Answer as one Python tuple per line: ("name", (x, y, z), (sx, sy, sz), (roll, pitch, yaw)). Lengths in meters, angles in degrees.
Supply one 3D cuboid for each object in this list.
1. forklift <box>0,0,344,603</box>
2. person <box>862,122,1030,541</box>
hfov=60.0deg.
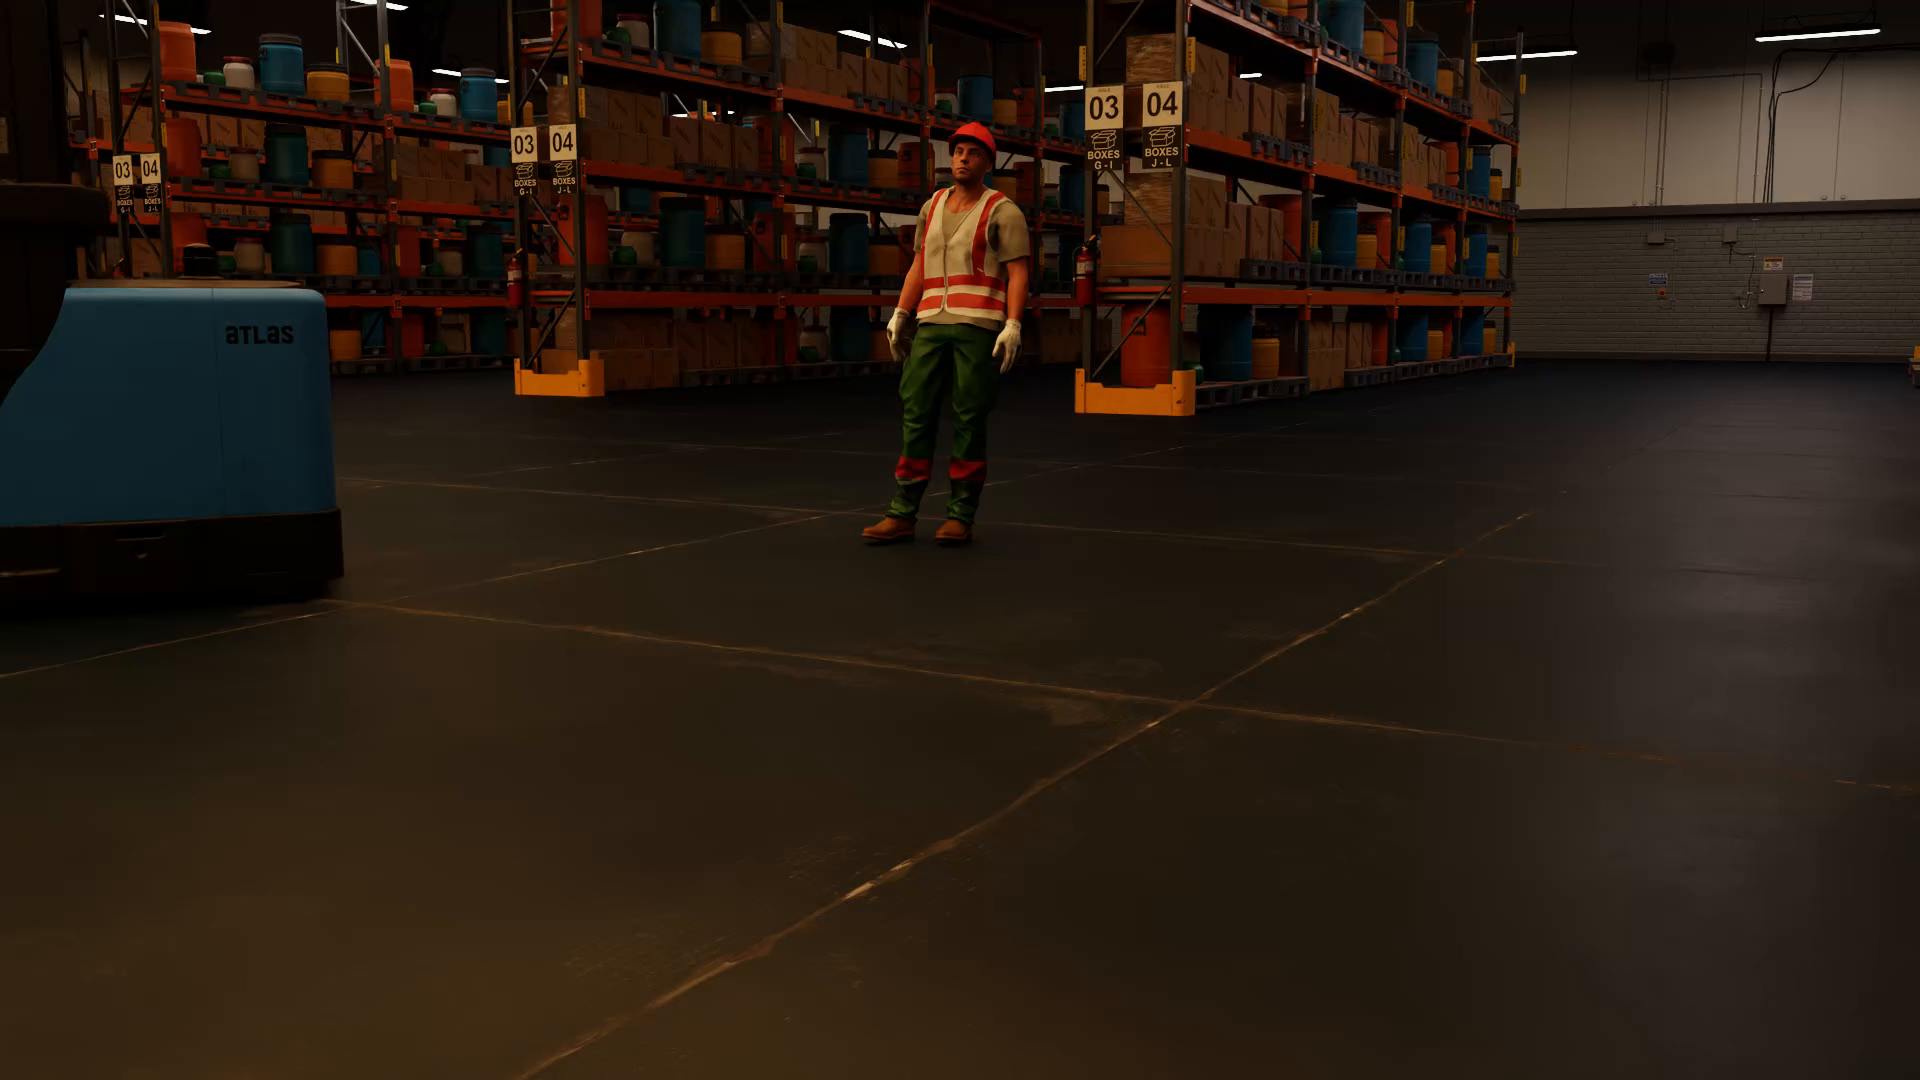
("forklift", (-3.733, -1.222, 5.445), (3.031, 2.935, 1.130), (-4, 9, -25))
("person", (-0.050, -0.885, 7.126), (0.637, 1.790, 0.562), (4, 9, 29))
